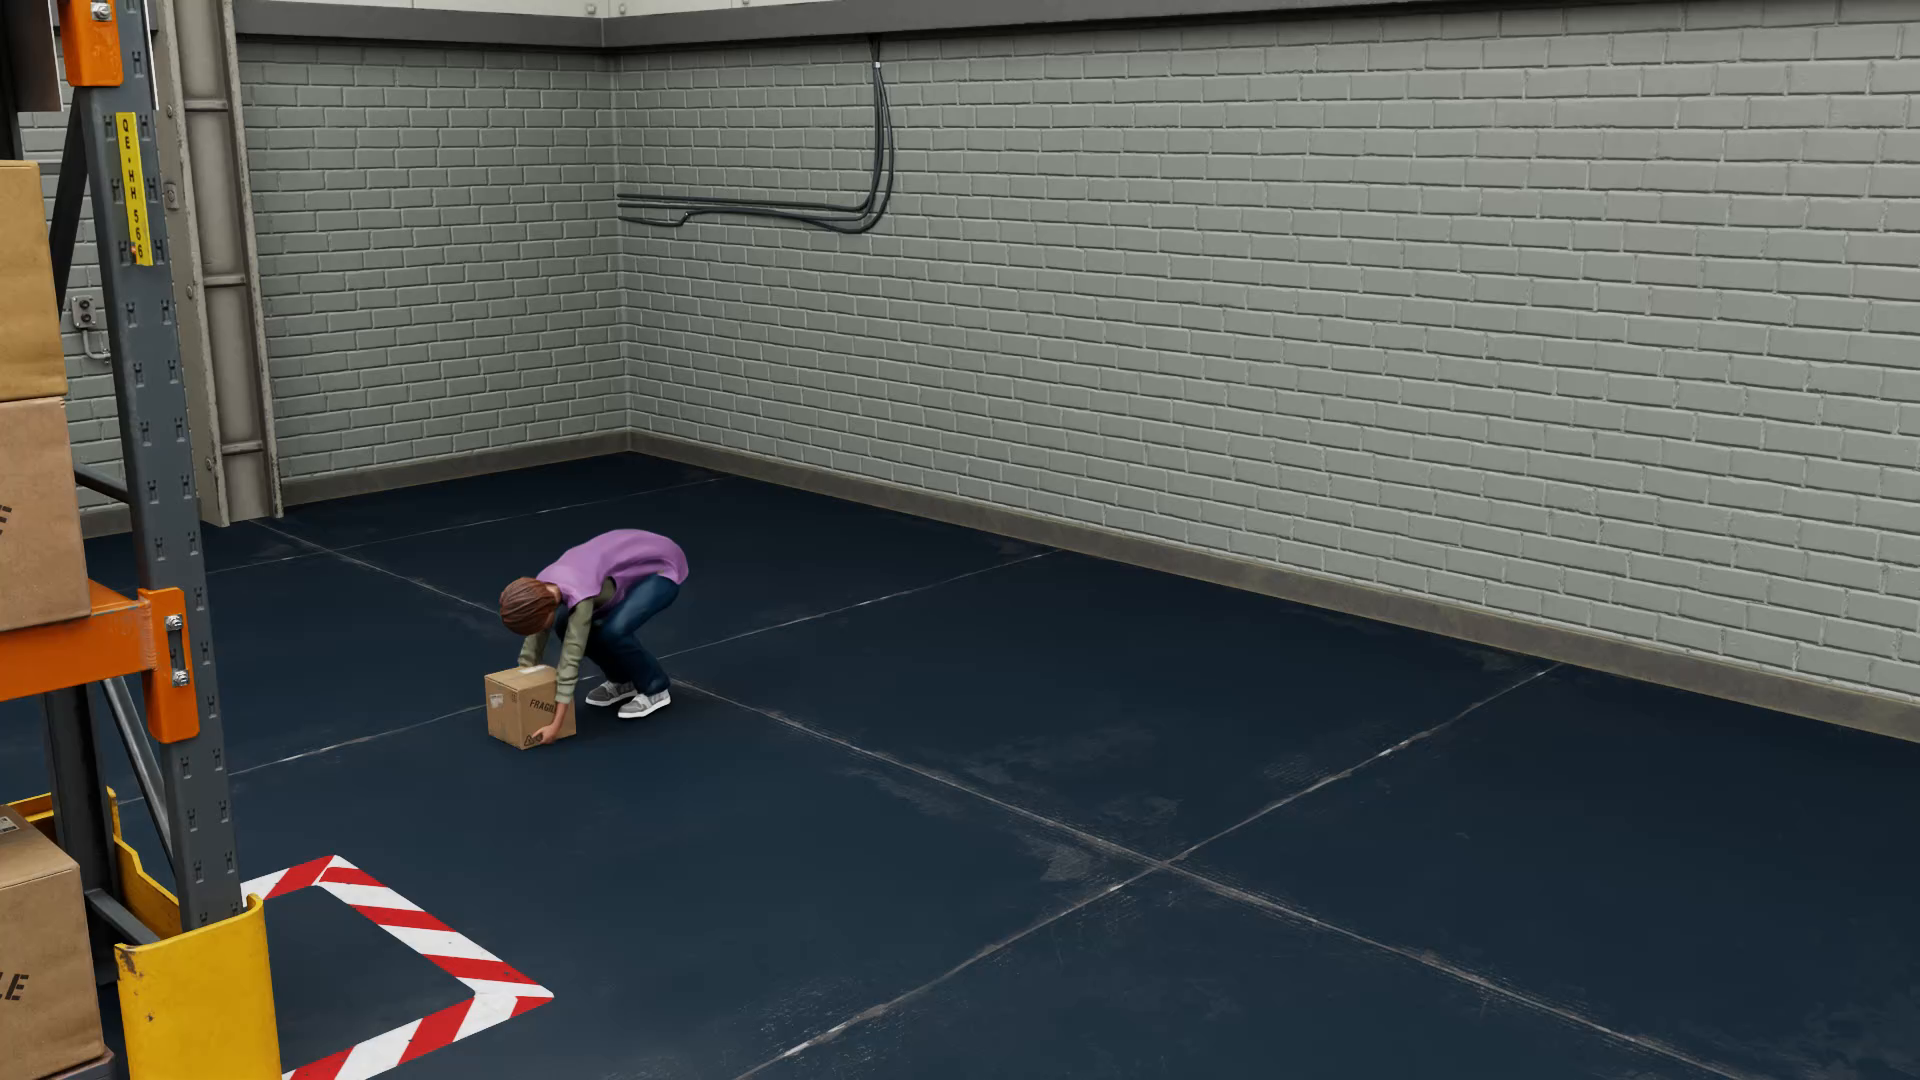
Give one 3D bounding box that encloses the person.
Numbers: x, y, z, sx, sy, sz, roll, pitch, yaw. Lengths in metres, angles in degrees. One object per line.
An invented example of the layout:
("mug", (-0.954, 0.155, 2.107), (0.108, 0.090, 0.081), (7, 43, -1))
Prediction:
("person", (-1.486, 0.372, 6.808), (0.429, 0.778, 0.871), (12, 19, 41))
